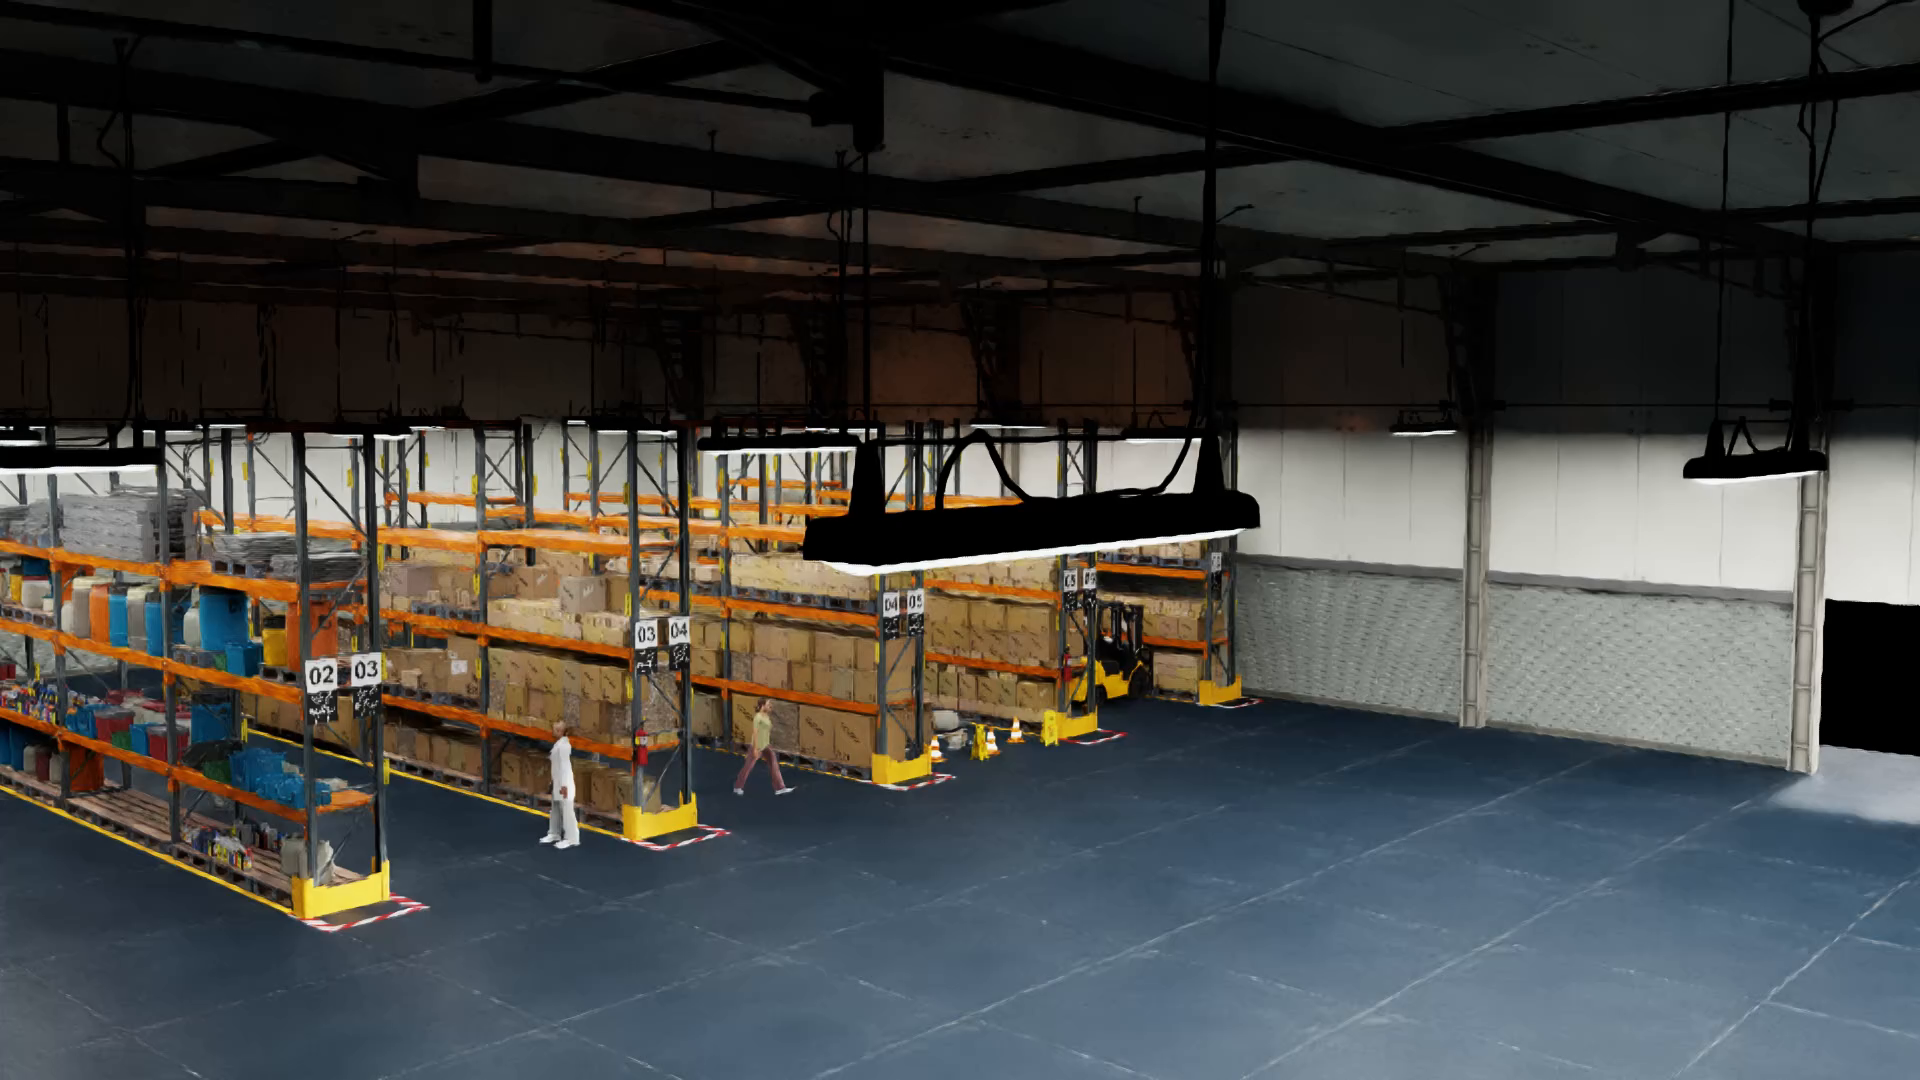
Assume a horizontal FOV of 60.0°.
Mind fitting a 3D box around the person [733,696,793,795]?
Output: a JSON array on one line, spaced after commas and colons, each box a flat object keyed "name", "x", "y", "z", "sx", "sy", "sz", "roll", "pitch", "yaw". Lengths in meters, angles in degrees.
[{"name": "person", "x": -3.217, "y": 3.330, "z": 26.900, "sx": 0.954, "sy": 1.620, "sz": 0.484, "roll": 2, "pitch": 5, "yaw": 19}]

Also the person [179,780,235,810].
[{"name": "person", "x": -11.793, "y": 3.374, "z": 25.746, "sx": 0.858, "sy": 1.694, "sz": 0.701, "roll": 2, "pitch": 5, "yaw": 26}]

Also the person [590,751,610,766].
[{"name": "person", "x": -6.576, "y": 3.134, "z": 28.688, "sx": 0.835, "sy": 1.704, "sz": 0.709, "roll": 2, "pitch": 5, "yaw": 25}]

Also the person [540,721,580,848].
[{"name": "person", "x": -5.748, "y": 3.563, "z": 23.814, "sx": 0.554, "sy": 1.555, "sz": 0.631, "roll": -2, "pitch": 5, "yaw": -18}]
